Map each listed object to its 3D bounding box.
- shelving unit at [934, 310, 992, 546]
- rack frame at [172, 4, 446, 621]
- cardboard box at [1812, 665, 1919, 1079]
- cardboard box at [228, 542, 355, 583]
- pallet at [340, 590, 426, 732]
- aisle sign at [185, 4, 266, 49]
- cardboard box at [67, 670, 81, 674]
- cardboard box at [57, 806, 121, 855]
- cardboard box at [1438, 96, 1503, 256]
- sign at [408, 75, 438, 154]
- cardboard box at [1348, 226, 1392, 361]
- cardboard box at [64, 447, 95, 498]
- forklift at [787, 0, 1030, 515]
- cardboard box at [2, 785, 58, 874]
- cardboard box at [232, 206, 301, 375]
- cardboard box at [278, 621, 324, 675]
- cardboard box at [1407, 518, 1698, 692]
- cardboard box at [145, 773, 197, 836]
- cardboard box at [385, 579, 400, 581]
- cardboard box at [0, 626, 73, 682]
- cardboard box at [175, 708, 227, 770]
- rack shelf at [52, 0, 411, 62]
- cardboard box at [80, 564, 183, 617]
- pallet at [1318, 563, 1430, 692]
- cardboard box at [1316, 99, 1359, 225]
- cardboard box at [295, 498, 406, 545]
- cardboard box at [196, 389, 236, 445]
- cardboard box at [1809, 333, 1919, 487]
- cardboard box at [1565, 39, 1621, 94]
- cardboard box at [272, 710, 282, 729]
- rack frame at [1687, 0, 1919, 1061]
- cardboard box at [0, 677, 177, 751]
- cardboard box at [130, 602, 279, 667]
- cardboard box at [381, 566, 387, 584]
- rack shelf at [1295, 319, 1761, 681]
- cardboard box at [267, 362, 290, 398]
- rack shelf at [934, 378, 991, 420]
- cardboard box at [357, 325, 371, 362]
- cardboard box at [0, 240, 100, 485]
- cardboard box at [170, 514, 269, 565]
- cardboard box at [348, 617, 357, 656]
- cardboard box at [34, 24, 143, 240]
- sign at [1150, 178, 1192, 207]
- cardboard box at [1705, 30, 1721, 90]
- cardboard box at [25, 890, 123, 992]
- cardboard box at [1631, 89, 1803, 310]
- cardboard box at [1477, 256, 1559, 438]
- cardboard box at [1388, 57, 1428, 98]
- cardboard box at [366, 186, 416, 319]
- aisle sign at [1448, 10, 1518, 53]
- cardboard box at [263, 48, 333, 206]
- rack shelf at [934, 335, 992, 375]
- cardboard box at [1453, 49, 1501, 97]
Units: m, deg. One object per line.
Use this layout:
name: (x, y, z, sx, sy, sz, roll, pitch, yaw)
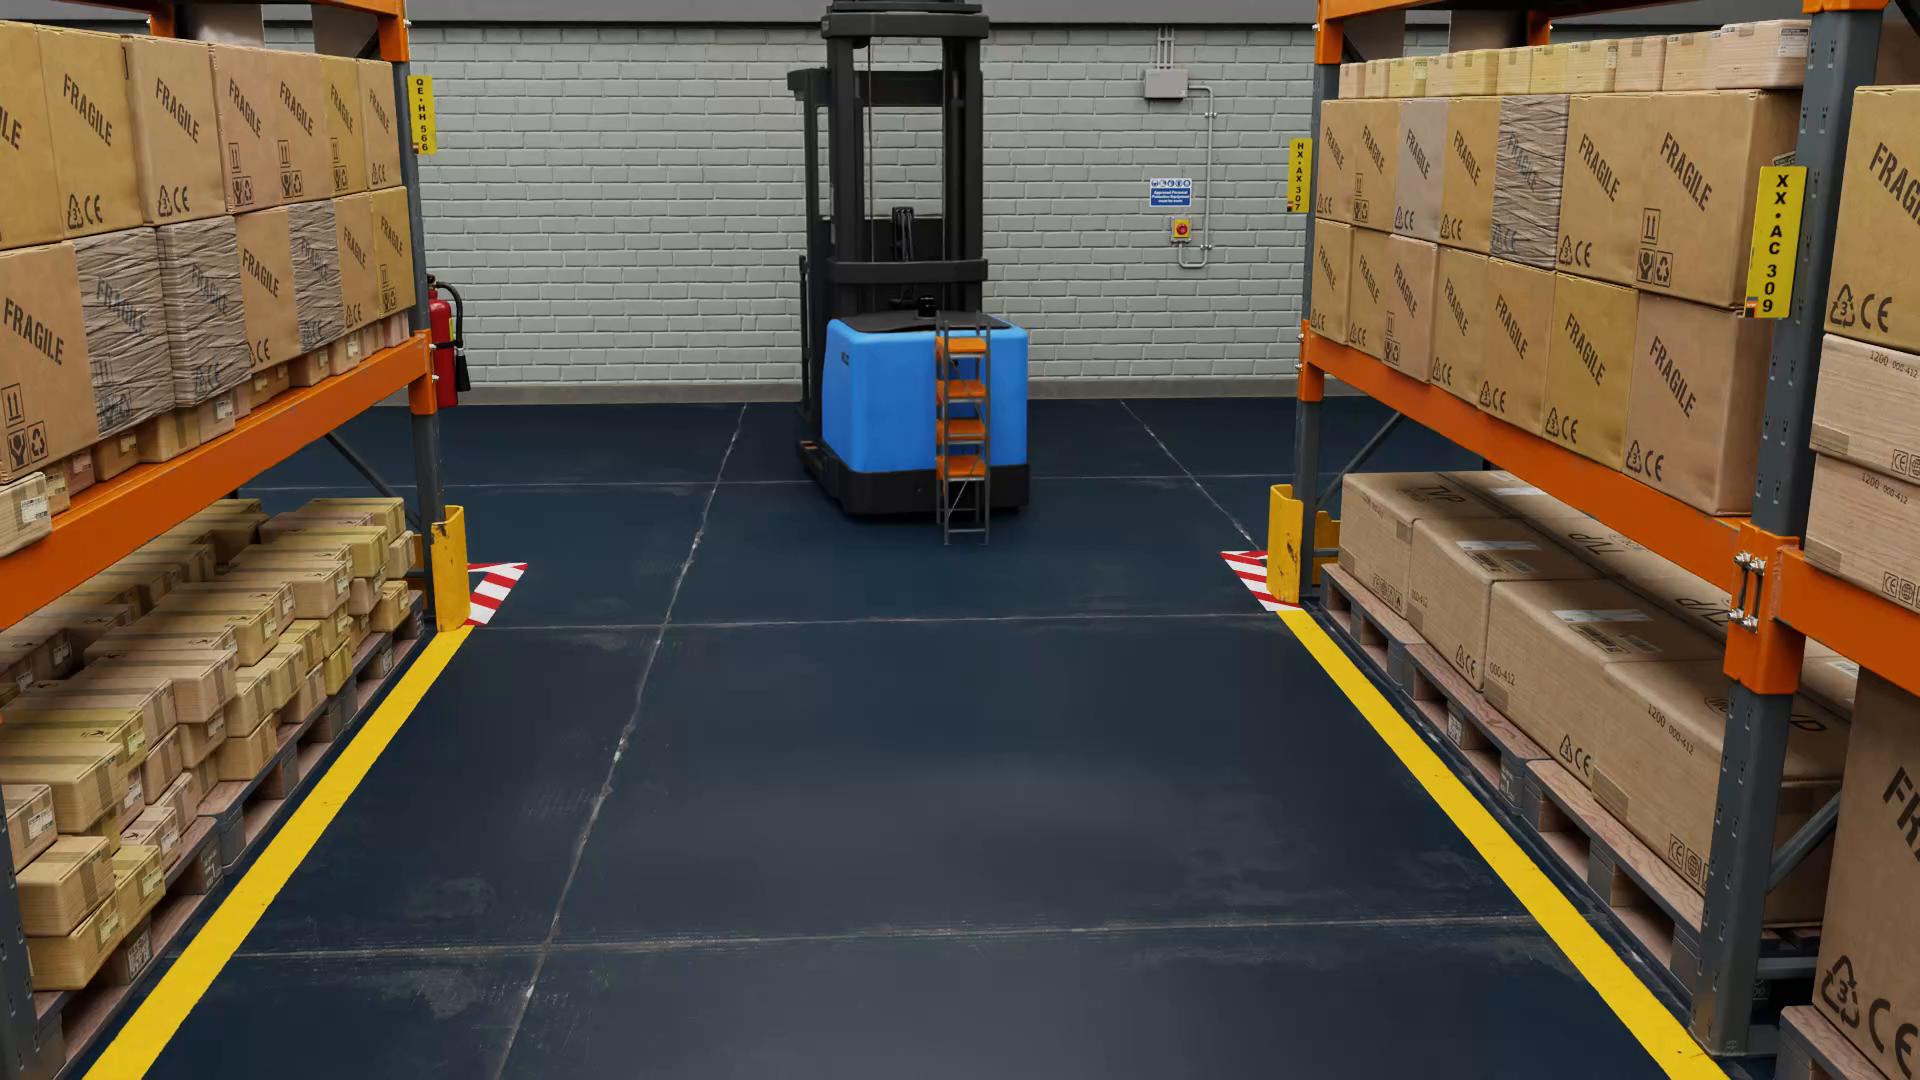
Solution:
shelving unit: (0.012, -0.612, 8.996, 0.258, 1.200, 0.503, -1, 15, -6)
rack frame: (-2.847, -1.095, 7.261, 1.000, 3.000, 0.127, -1, 14, -3)
cardboard box: (2.454, 0.777, 3.407, 0.875, 0.875, 0.875, 0, 14, -2)
cardboard box: (-2.507, 0.114, 6.250, 0.380, 0.149, 0.250, -1, 15, -6)
pallet: (-2.827, 0.477, 6.747, 1.003, 0.211, 1.213, -1, 14, -3)
aisle sign: (-3.151, -2.367, 6.989, 0.394, 0.787, 0.004, -1, 14, -3)
cardboard box: (-2.922, 0.466, 5.479, 0.380, 0.149, 0.250, 0, 14, -1)
cardboard box: (-2.407, 0.777, 4.269, 0.380, 0.149, 0.250, -1, 14, -3)
cardboard box: (1.944, -1.225, 5.559, 0.500, 0.500, 0.500, -1, 14, -3)
sign: (-2.291, -1.812, 7.091, 0.100, 0.325, 0.005, -1, 14, -3)
cardboard box: (1.890, -0.995, 6.674, 0.500, 0.500, 0.500, -1, 14, -4)
cardboard box: (-2.449, -0.182, 4.219, 0.380, 0.149, 0.250, -2, 15, -6)
forklift: (-0.459, -1.882, 10.460, 1.130, 2.935, 3.031, -4, 15, -14)
cardboard box: (-2.413, 0.701, 3.968, 0.380, 0.149, 0.250, 0, 14, -1)
cardboard box: (-2.474, -0.801, 5.322, 0.500, 0.500, 0.500, 0, 14, -1)
cardboard box: (-2.453, 0.387, 5.783, 0.380, 0.149, 0.250, 0, 14, -1)
cardboard box: (2.293, 0.231, 6.406, 0.875, 0.438, 0.875, 0, 14, -2)
cardboard box: (-2.450, 0.792, 4.805, 0.380, 0.149, 0.250, -1, 14, -5)
cardboard box: (-2.606, 0.210, 7.067, 0.380, 0.149, 0.250, -1, 14, -2)
cardboard box: (-3.035, 0.382, 5.208, 0.380, 0.149, 0.250, -1, 14, -5)
cardboard box: (-2.466, 0.581, 5.031, 0.380, 0.149, 0.250, 0, 14, -1)
rack shelf: (-2.723, -1.701, 5.043, 1.077, 0.370, 4.000, -1, 14, -3)
cardboard box: (-3.023, 0.191, 5.949, 0.380, 0.149, 0.250, 0, 14, -1)
pallet: (2.215, 0.352, 7.235, 1.003, 0.211, 1.213, -1, 14, -3)
cardboard box: (1.833, -1.605, 7.037, 0.500, 0.500, 0.500, -1, 14, -5)
cardboard box: (-2.561, -0.078, 6.993, 0.380, 0.149, 0.250, -1, 14, -3)
cardboard box: (-2.420, -0.380, 4.989, 0.380, 0.149, 0.250, 0, 14, -1)
cardboard box: (2.081, -0.257, 3.303, 0.500, 0.250, 0.500, -1, 14, -5)
cardboard box: (2.000, -1.374, 4.836, 0.380, 0.149, 0.250, -1, 14, -4)
cardboard box: (-2.514, 0.596, 5.569, 0.380, 0.149, 0.250, 0, 14, -2)
rack frame: (2.335, -0.201, 3.789, 1.000, 3.000, 0.127, -1, 14, -3)
cardboard box: (-2.475, 0.505, 4.730, 0.380, 0.149, 0.250, -1, 14, -5)
cardboard box: (-2.485, 0.312, 5.481, 0.380, 0.149, 0.250, -1, 14, -3)
cardboard box: (-2.567, 0.131, 6.778, 0.380, 0.149, 0.250, -1, 14, -5)
rack shelf: (2.212, -0.350, 5.812, 1.077, 0.370, 4.000, -1, 14, -3)
cardboard box: (-2.552, -0.574, 5.743, 0.380, 0.149, 0.250, -1, 15, -6)
rack shelf: (0.012, -0.763, 8.957, 0.258, 0.148, 0.480, -1, 15, -6)
cardboard box: (-2.536, -0.772, 6.510, 0.380, 0.149, 0.250, -1, 14, -4)
cardboard box: (-2.378, -0.419, 3.839, 0.500, 0.500, 0.500, -1, 14, -4)
cardboard box: (-3.016, -0.003, 6.703, 0.380, 0.149, 0.250, -1, 14, -2)
cardboard box: (-2.530, 0.401, 6.326, 0.380, 0.149, 0.250, -1, 14, -3)
cardboard box: (-2.431, -1.021, 4.171, 0.500, 0.500, 0.500, -1, 14, -5)
sign: (1.663, -2.743, 13.127, 0.327, 0.218, 0.001, -1, 14, -3)
cardboard box: (2.091, -1.187, 4.111, 0.380, 0.149, 0.250, -1, 14, -2)
cardboard box: (-2.301, 0.982, 4.068, 0.380, 0.149, 0.250, -2, 15, -6)
cardboard box: (2.031, -0.847, 4.091, 0.500, 0.500, 0.500, -1, 14, -4)
cardboard box: (1.968, -0.614, 5.192, 0.500, 0.500, 0.500, -1, 14, -4)
cardboard box: (1.857, -1.755, 6.317, 0.380, 0.149, 0.250, -1, 14, -5)
cardboard box: (-2.562, -1.179, 6.792, 0.500, 0.500, 0.500, -1, 14, -2)
aisle sign: (2.393, -2.478, 7.420, 0.394, 0.787, 0.004, -1, 14, -3)
cardboard box: (-2.497, -1.406, 5.667, 0.500, 0.500, 0.500, 0, 14, -1)
rack shelf: (0.012, -0.992, 8.898, 0.258, 0.148, 0.480, -1, 15, -6)
cardboard box: (1.887, -1.564, 5.576, 0.380, 0.149, 0.250, -1, 14, -5)
